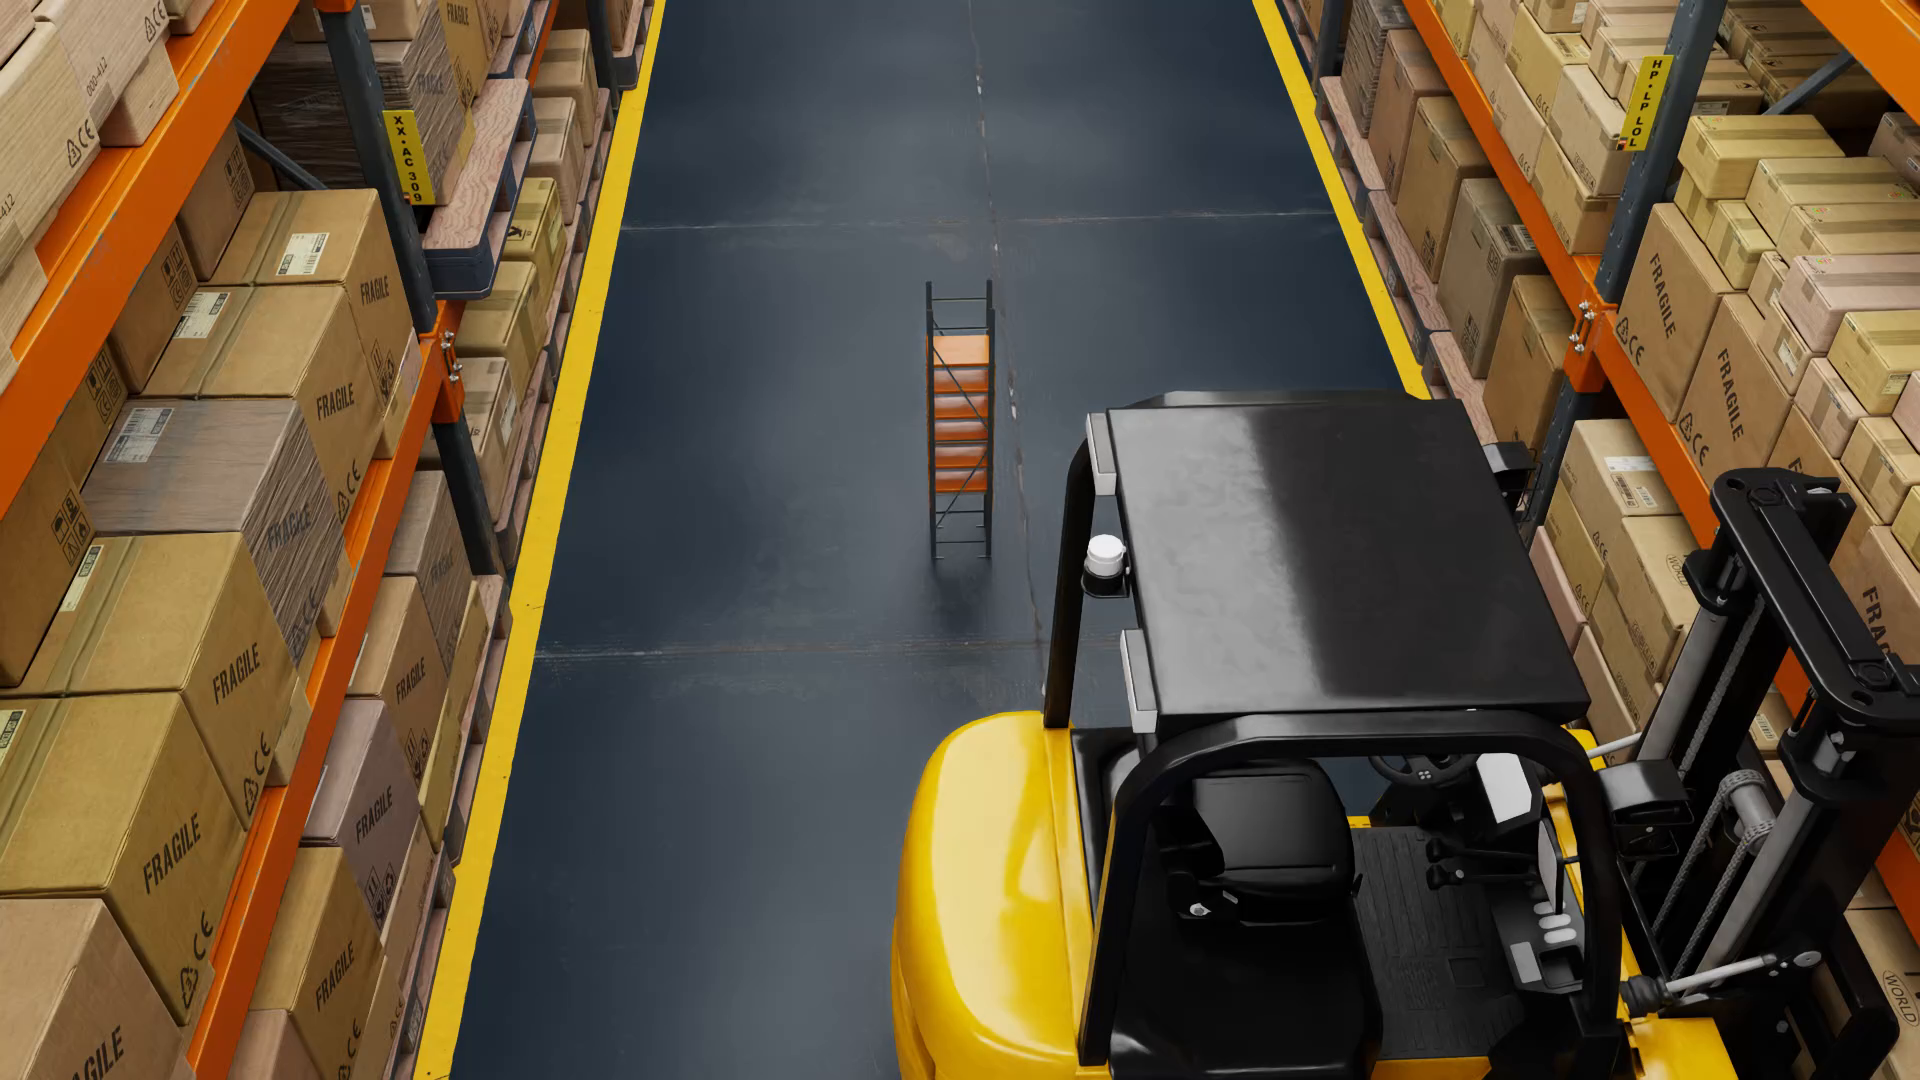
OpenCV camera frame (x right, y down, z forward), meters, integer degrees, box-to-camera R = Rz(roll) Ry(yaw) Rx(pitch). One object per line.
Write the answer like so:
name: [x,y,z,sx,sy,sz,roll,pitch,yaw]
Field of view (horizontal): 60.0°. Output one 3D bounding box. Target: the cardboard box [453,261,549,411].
cardboard box: [-2.322,-0.876,7.119,0.950,0.372,0.625,1,43,1]

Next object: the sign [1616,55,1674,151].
sign: [2.154,-1.371,5.227,0.100,0.325,0.005,-2,43,-2]

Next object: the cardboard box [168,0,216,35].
cardboard box: [-1.987,-1.314,3.930,0.380,0.149,0.250,-1,43,-1]

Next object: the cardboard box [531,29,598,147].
cardboard box: [-2.419,-2.355,8.733,0.950,0.372,0.625,-4,43,-5]

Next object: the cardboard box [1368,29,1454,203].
cardboard box: [2.575,-2.113,8.282,0.875,0.625,0.625,0,43,0]

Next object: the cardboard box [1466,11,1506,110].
cardboard box: [2.396,-1.948,6.766,0.500,0.250,0.500,-1,43,-2]

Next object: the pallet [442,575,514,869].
pallet: [-2.199,0.630,5.906,1.003,0.211,1.213,-2,43,-2]

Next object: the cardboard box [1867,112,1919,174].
cardboard box: [3.012,-1.174,5.037,0.380,0.149,0.250,-2,43,-2]

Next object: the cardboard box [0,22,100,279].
cardboard box: [-1.909,-0.692,2.956,0.500,0.250,0.500,-1,43,-1]

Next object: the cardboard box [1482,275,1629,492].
cardboard box: [2.663,-0.627,6.660,0.875,0.625,0.625,0,43,0]

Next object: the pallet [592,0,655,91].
pallet: [-2.391,-3.057,9.929,1.003,0.211,1.213,-2,43,-2]

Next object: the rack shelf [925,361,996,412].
rack shelf: [0.001,-0.577,6.202,0.258,0.103,0.180,-2,43,-2]

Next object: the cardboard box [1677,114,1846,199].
cardboard box: [2.413,-1.157,5.018,0.380,0.149,0.250,-1,43,-1]

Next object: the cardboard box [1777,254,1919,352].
cardboard box: [2.443,-0.634,4.448,0.380,0.149,0.250,-1,43,-1]

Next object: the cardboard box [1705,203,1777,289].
cardboard box: [2.459,-0.874,4.929,0.380,0.149,0.250,-1,43,-1]

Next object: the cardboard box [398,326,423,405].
cardboard box: [-1.945,-0.549,5.315,0.380,0.149,0.250,-2,43,-2]

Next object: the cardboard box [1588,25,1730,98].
cardboard box: [2.431,-1.669,5.797,0.380,0.149,0.250,-2,43,-2]

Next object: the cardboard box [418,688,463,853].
cardboard box: [-1.937,0.759,5.426,0.500,0.250,0.500,-3,43,-3]

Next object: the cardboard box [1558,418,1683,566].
cardboard box: [2.403,-0.169,5.699,0.500,0.250,0.500,-2,43,-2]

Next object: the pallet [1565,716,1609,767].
pallet: [2.688,0.571,5.971,1.003,0.211,1.213,-2,43,-2]

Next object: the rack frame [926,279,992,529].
rack frame: [-0.003,-0.494,6.401,0.240,1.200,0.006,-2,43,-2]

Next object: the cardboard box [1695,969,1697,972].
cardboard box: [2.462,1.232,4.910,0.500,0.250,0.500,0,43,0]

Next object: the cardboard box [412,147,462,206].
cardboard box: [-1.971,-1.295,5.818,0.380,0.149,0.250,-1,43,-1]

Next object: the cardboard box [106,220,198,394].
cardboard box: [-2.461,-0.717,4.278,0.700,0.500,0.500,-1,43,-2]

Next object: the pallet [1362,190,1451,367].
pallet: [2.571,-1.289,8.000,1.003,0.211,1.213,-2,43,-2]

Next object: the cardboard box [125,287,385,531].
cardboard box: [-1.967,-0.357,4.625,0.500,0.500,0.500,0,43,0]

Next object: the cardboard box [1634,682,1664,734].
cardboard box: [2.441,0.694,5.127,0.500,0.250,0.500,-2,43,-2]

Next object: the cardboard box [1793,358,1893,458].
cardboard box: [2.444,-0.353,4.361,0.380,0.149,0.250,-2,43,-2]

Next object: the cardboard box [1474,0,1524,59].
cardboard box: [2.375,-2.141,6.607,0.500,0.250,0.500,-1,43,-1]

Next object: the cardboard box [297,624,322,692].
cardboard box: [-1.917,0.310,4.378,0.380,0.149,0.250,-2,43,-3]

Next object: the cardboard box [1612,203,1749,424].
cardboard box: [2.454,-0.725,5.247,0.500,0.500,0.500,-3,43,-3]

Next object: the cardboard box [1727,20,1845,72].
cardboard box: [2.937,-1.697,5.828,0.380,0.149,0.250,-3,43,-3]

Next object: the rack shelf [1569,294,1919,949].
rack shelf: [2.781,0.620,4.386,1.077,0.370,4.000,-2,43,-2]

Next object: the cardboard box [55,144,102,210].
cardboard box: [-1.989,-0.786,3.354,0.380,0.149,0.250,-1,43,-1]

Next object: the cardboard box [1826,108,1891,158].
cardboard box: [2.931,-1.474,5.879,0.500,0.250,0.500,-2,43,-2]

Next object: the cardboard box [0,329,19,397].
cardboard box: [-1.842,-0.268,2.789,0.380,0.149,0.250,-1,43,-1]

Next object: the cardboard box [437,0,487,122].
cardboard box: [-2.018,-1.814,5.905,0.500,0.500,0.500,-2,43,-2]

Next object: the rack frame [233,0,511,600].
rack frame: [-2.263,-0.850,5.458,1.000,3.000,0.127,-2,43,-2]

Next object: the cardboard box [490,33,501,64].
cardboard box: [-2.039,-1.994,6.581,0.380,0.149,0.250,-1,43,-1]

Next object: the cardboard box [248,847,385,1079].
cardboard box: [-1.892,1.172,4.420,0.500,0.500,0.500,-1,43,-1]

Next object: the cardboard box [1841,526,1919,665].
cardboard box: [2.516,0.308,4.120,0.500,0.500,0.500,-1,43,-2]

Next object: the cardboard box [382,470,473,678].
cardboard box: [-1.970,0.124,5.564,0.500,0.500,0.500,-2,43,-2]

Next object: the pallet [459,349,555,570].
pallet: [-2.297,-0.348,6.973,1.003,0.211,1.213,-2,43,-2]

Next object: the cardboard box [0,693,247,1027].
cardboard box: [-1.884,0.682,3.491,0.500,0.500,0.500,-2,43,-3]

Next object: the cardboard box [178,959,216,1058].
cardboard box: [-1.865,1.010,3.614,0.380,0.149,0.250,-1,43,-1]

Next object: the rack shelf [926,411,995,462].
rack shelf: [0.001,-0.400,6.364,0.258,0.103,0.180,-2,43,-2]

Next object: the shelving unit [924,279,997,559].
shelving unit: [0.001,-0.433,6.334,0.258,1.200,0.189,-2,43,-2]

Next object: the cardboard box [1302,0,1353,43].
cardboard box: [2.293,-3.208,9.569,0.500,0.500,0.500,-1,43,-1]

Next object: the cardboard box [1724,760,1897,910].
cardboard box: [2.462,0.866,4.569,0.500,0.250,0.500,-2,43,-3]
